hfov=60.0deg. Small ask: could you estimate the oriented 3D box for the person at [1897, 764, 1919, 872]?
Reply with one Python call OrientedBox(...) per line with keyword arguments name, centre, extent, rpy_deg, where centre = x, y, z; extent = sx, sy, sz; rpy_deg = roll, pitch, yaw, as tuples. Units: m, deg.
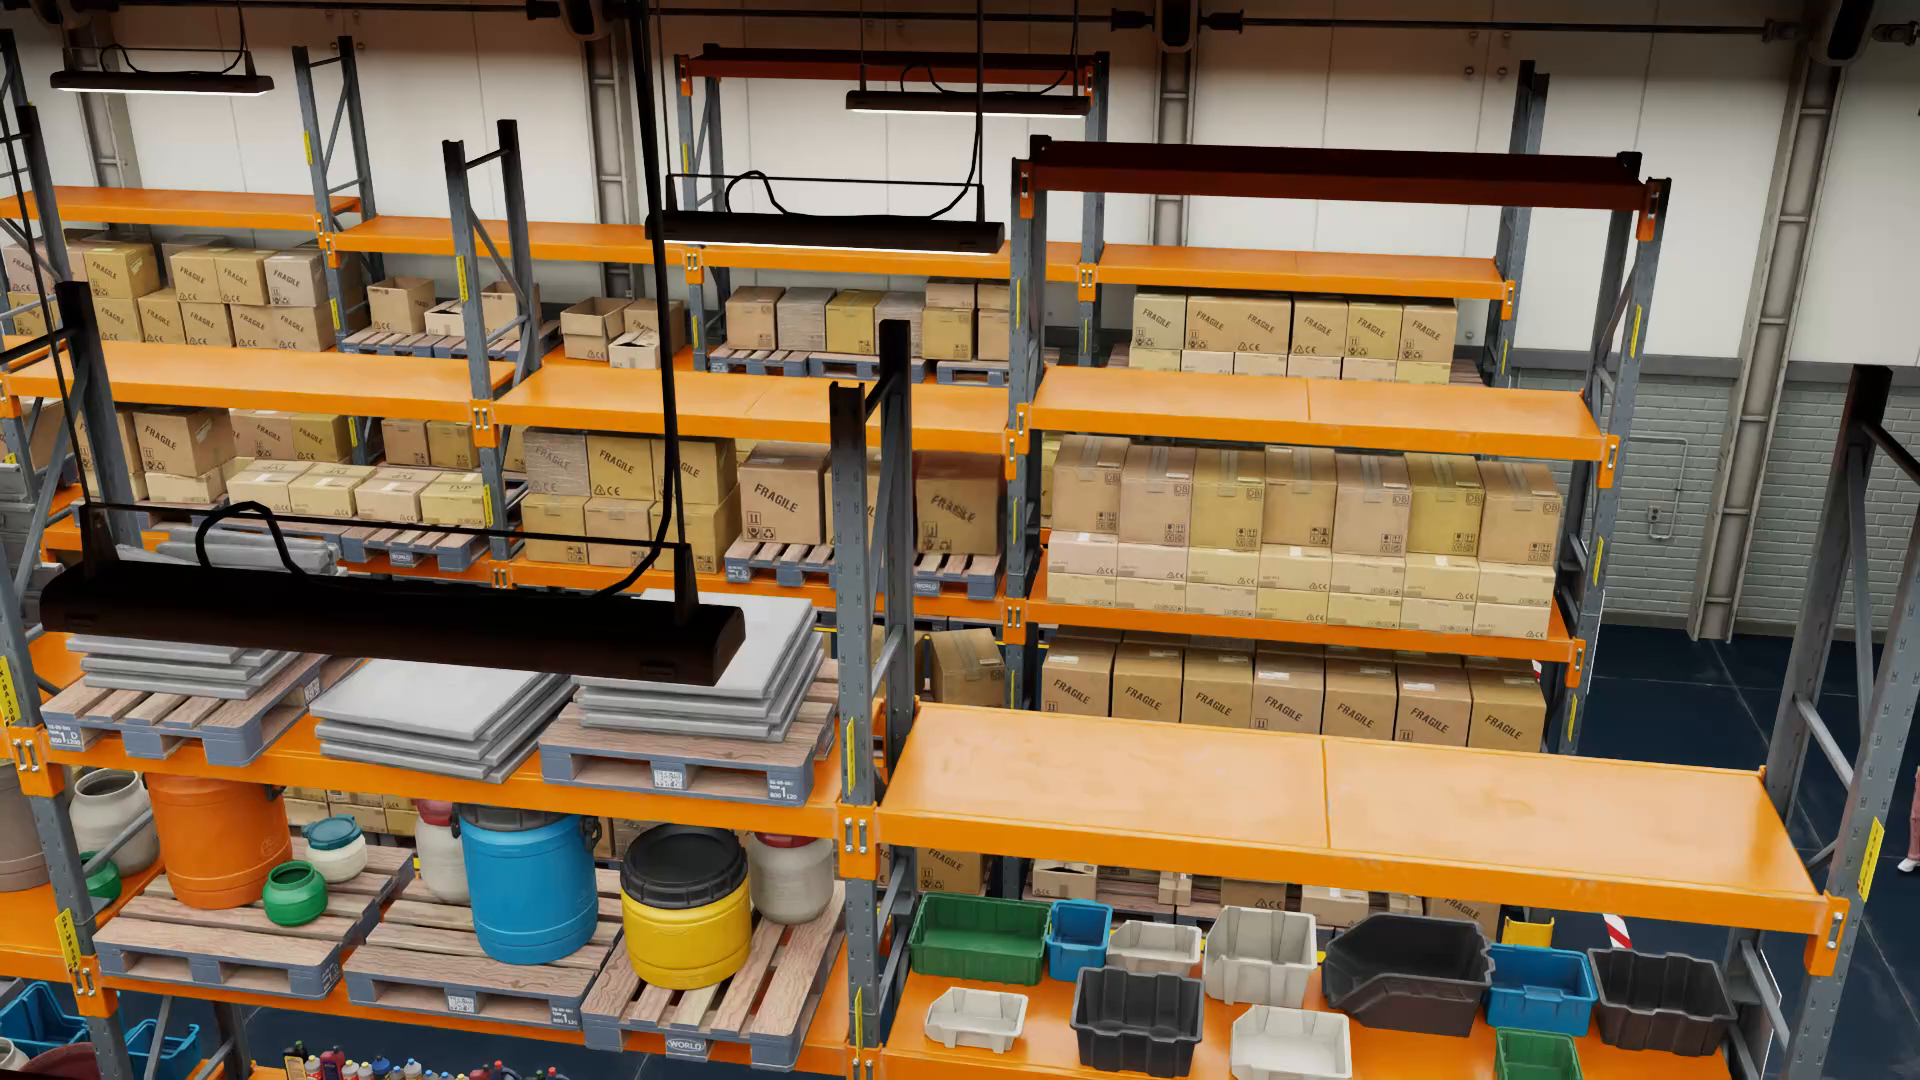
OrientedBox(name="person", centre=(8.076, 1.949, 13.603), extent=(0.589, 1.654, 0.454), rpy_deg=(-16, 28, -33))
